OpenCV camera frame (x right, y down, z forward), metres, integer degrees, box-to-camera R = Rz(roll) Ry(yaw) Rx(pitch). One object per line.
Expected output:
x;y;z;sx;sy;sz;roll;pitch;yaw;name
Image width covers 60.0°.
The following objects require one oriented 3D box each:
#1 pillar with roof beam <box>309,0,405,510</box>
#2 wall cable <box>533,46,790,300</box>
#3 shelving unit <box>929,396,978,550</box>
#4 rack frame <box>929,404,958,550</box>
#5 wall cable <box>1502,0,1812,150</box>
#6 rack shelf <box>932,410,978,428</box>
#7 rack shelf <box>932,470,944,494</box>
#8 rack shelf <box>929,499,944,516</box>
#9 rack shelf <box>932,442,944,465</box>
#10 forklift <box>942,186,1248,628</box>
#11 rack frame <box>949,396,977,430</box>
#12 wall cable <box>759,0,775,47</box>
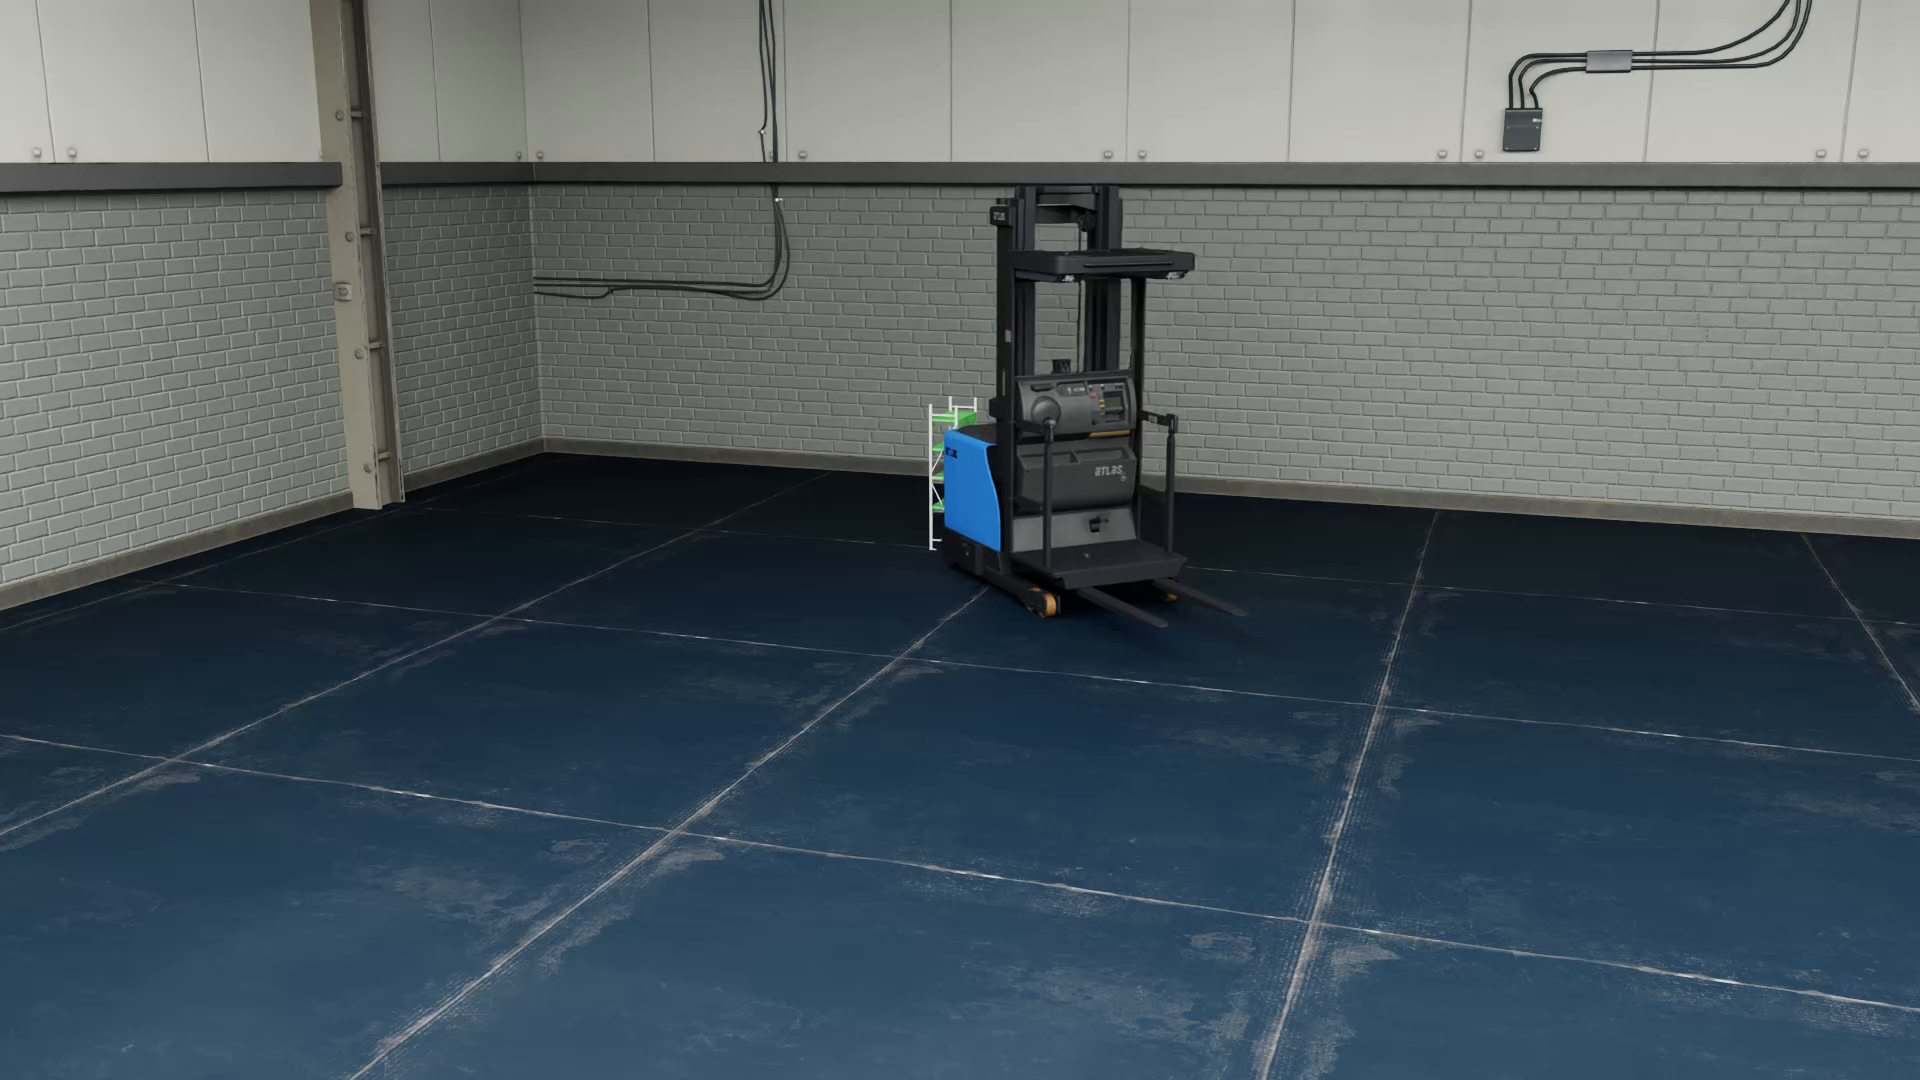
-1.326;-4.408;13.080;9.100;9.000;0.400;4;14;18;pillar with roof beam
-3.195;-3.730;17.084;3.097;2.526;0.112;4;14;18;wall cable
-0.054;-0.550;13.702;0.258;1.200;0.503;4;14;18;shelving unit
-0.133;-0.499;13.477;0.240;1.200;0.015;4;14;18;rack frame
5.783;-6.215;13.350;2.305;6.003;0.169;4;14;18;wall cable
-0.054;-0.956;13.609;0.258;0.148;0.480;4;14;18;rack shelf
-0.054;-0.488;13.716;0.258;0.148;0.480;4;14;18;rack shelf
-0.054;-0.254;13.769;0.258;0.148;0.480;4;14;18;rack shelf
-0.054;-0.722;13.663;0.258;0.148;0.480;4;14;18;rack shelf
0.939;-0.997;11.770;1.130;2.935;3.031;-6;14;-24;forklift
0.025;-0.601;13.927;0.240;1.200;0.015;4;14;18;rack frame
-0.635;-5.997;15.668;3.097;2.526;0.112;4;14;18;wall cable
